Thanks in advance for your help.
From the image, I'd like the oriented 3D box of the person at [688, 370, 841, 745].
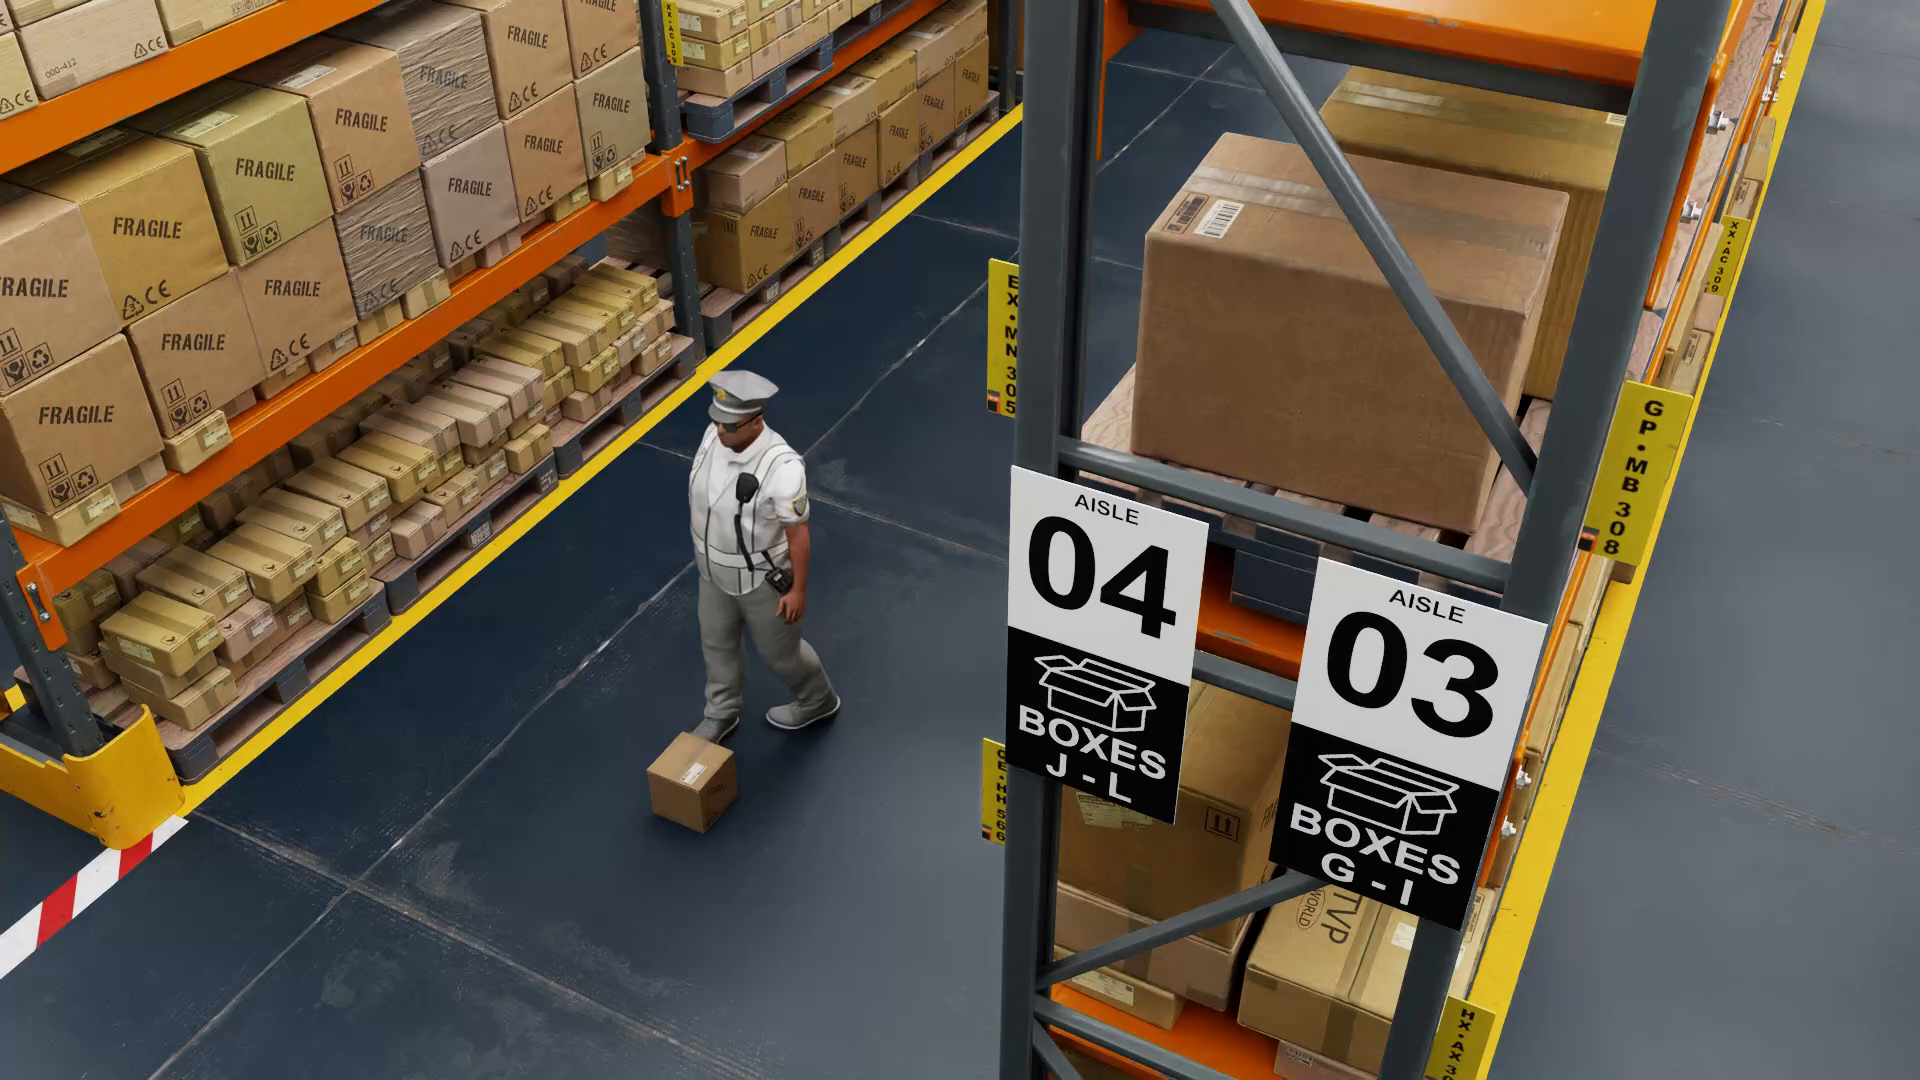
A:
[{"bbox_3d":[-0.878,0.124,6.583,0.565,1.775,0.671,30,47,33],"label":"person"}]
